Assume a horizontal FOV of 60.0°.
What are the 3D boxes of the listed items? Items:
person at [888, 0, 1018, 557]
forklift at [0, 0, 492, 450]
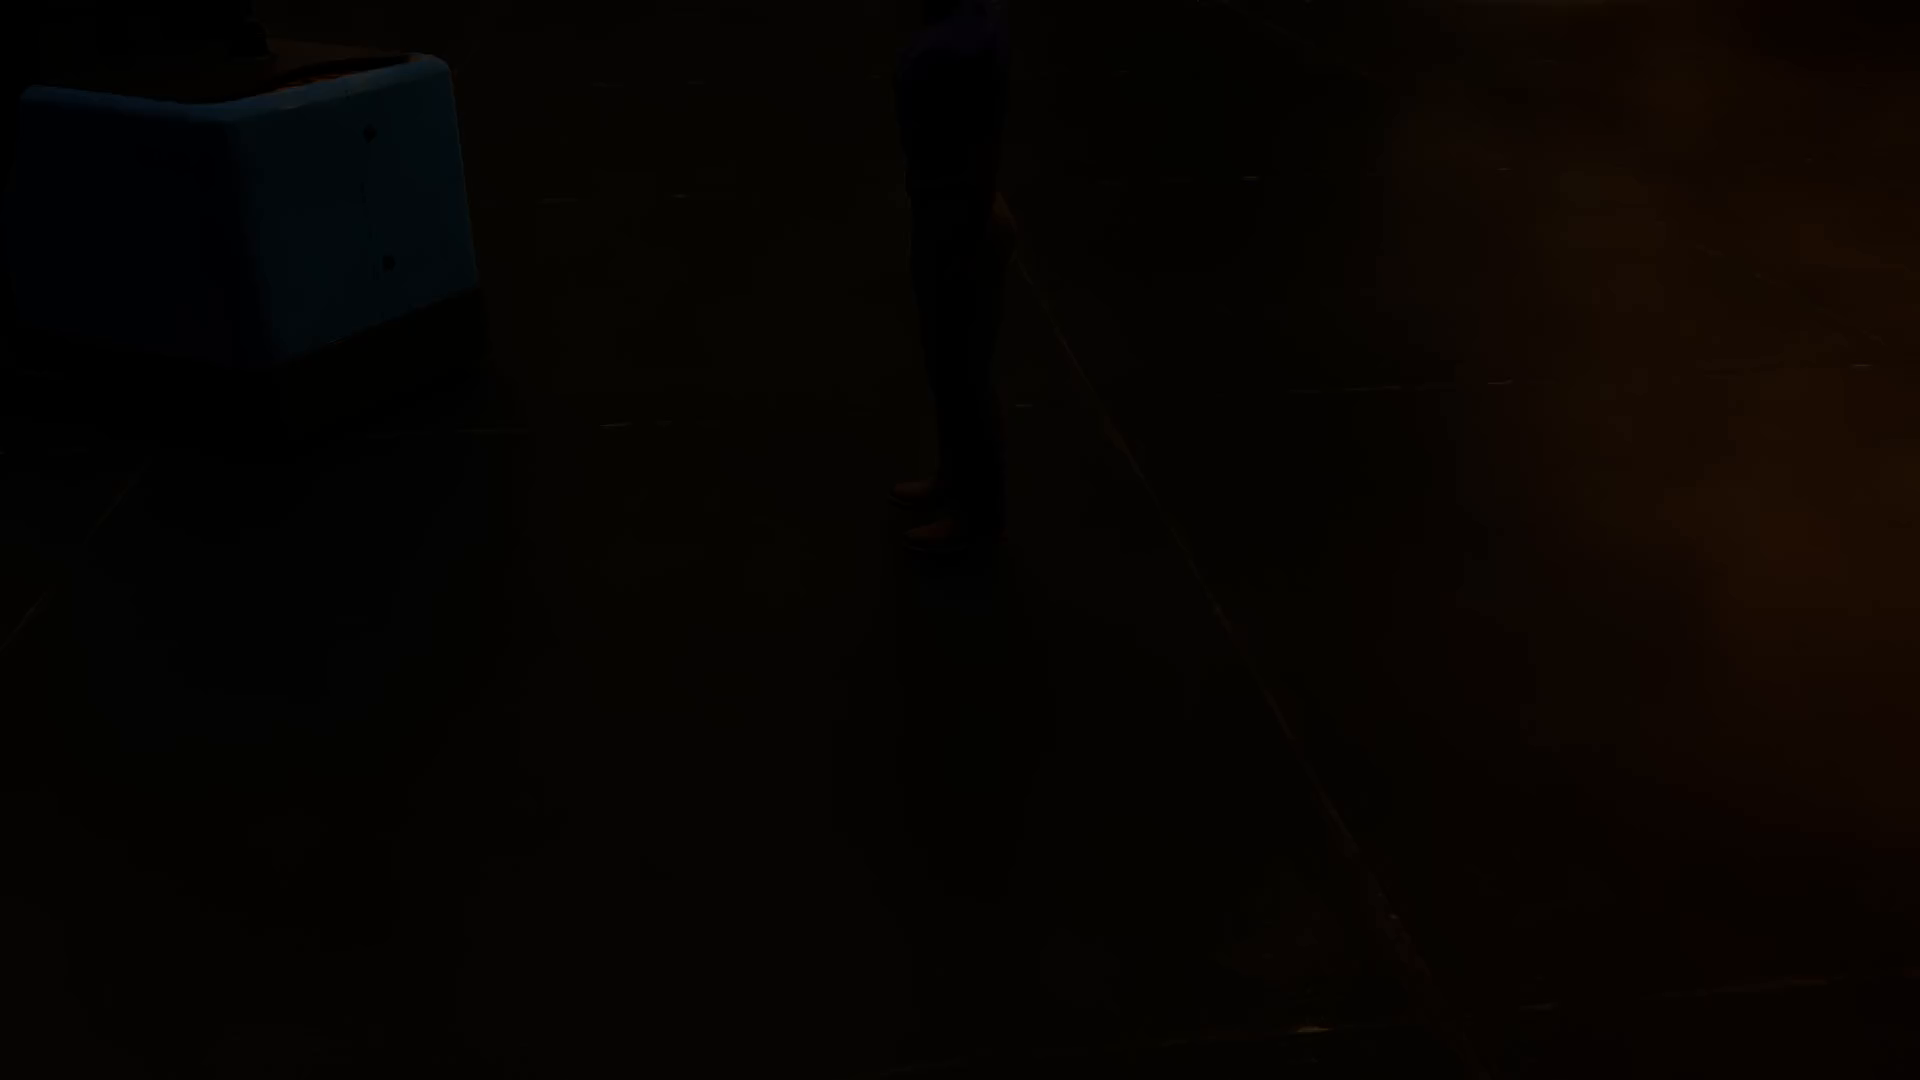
[{"bbox_3d":[-0.025,-0.776,4.236,0.320,1.646,0.446,-3,26,-7],"label":"person"},{"bbox_3d":[-3.194,-2.026,5.434,3.031,2.935,1.130,12,28,24],"label":"forklift"}]
